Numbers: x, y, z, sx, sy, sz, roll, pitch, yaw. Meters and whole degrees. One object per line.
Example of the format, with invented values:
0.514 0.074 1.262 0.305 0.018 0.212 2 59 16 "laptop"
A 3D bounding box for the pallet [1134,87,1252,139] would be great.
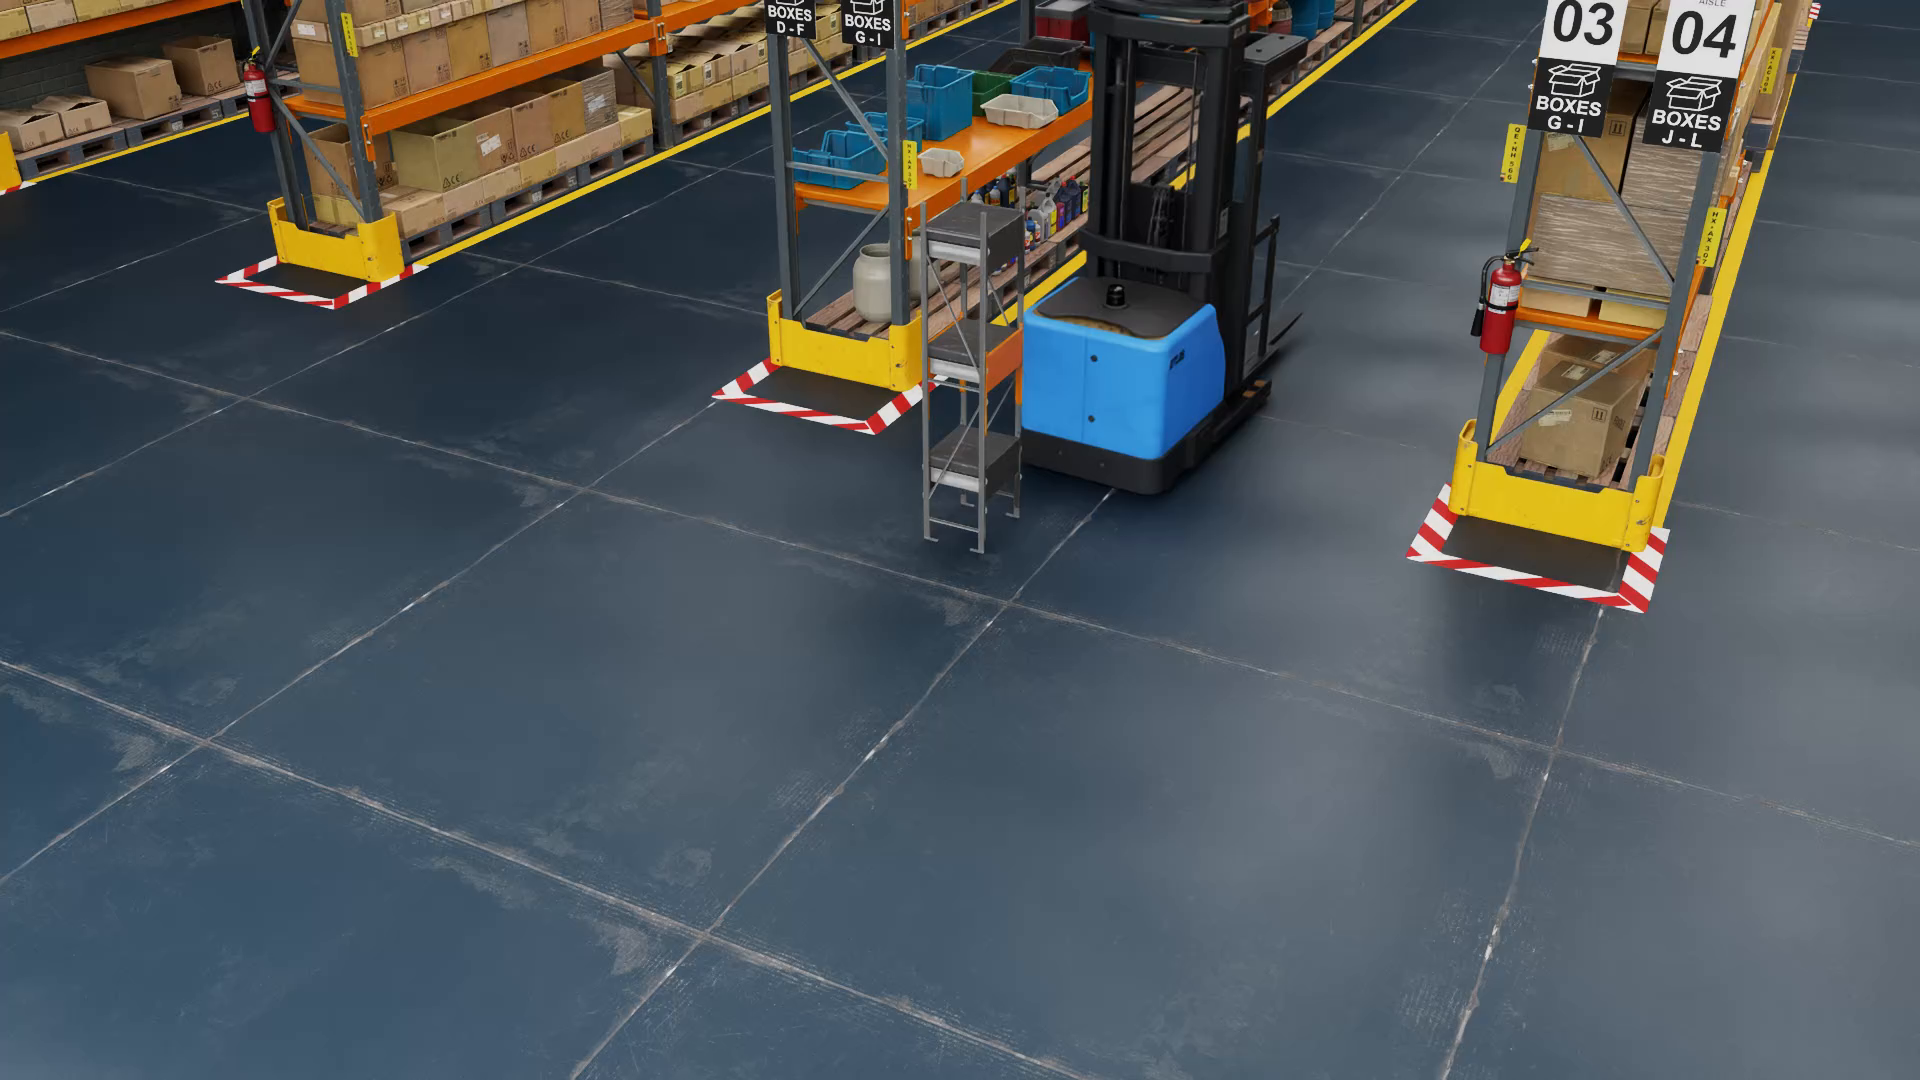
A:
2.435 -4.516 17.693 1.003 0.211 1.213 14 33 23 "pallet"

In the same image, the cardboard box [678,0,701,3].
-2.822 -5.650 17.119 0.380 0.149 0.250 14 33 23 "cardboard box"

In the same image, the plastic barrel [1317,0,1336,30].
4.382 -6.868 20.674 0.600 0.901 0.708 14 33 23 "plastic barrel"

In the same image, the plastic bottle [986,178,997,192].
0.263 -3.065 14.584 0.144 0.351 0.185 15 33 25 "plastic bottle"

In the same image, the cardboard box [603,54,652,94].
-3.478 -4.890 17.319 0.500 0.311 0.500 14 33 23 "cardboard box"

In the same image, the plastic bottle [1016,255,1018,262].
0.437 -2.406 13.516 0.097 0.271 0.097 0 30 0 "plastic bottle"

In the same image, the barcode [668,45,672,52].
-2.921 -4.954 16.759 0.001 0.075 0.075 14 33 23 "barcode"

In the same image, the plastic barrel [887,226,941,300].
-0.362 -2.148 12.846 0.421 0.512 0.421 0 30 0 "plastic barrel"

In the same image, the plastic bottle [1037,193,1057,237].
0.729 -2.750 14.035 0.144 0.351 0.185 14 33 23 "plastic bottle"

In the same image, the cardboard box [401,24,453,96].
-4.771 -4.120 14.103 0.700 0.500 0.500 15 33 25 "cardboard box"

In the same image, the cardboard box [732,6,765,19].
-2.317 -6.018 19.284 0.500 0.311 0.500 13 33 22 "cardboard box"

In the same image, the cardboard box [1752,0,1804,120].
5.896 -3.926 12.841 1.000 1.000 1.000 15 33 24 "cardboard box"

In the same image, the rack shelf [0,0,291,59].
-8.730 -5.336 17.042 1.077 0.370 4.000 14 33 23 "rack shelf"

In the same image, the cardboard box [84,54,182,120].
-8.608 -4.721 17.317 0.700 0.500 0.500 12 32 20 "cardboard box"

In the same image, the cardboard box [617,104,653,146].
-3.424 -4.147 16.589 0.500 0.250 0.500 14 33 23 "cardboard box"

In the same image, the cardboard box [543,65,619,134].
-3.663 -4.253 16.021 0.500 0.500 0.500 14 33 23 "cardboard box"

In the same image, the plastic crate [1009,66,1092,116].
0.738 -3.670 13.569 0.499 0.251 0.616 14 33 23 "plastic crate"

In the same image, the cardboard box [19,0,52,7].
-8.922 -5.390 15.792 0.500 0.500 0.500 14 33 23 "cardboard box"

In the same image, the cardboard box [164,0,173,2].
-8.215 -5.754 17.178 0.500 0.250 0.500 14 33 23 "cardboard box"

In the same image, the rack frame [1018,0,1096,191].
1.000 -4.287 14.493 1.000 3.000 0.127 14 33 23 "rack frame"

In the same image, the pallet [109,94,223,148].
-8.648 -4.476 17.624 1.003 0.211 1.213 14 33 23 "pallet"

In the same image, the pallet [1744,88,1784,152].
5.887 -3.386 13.117 1.003 0.211 1.213 14 33 23 "pallet"

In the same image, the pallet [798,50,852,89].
-1.995 -5.620 19.615 1.003 0.211 1.213 14 33 23 "pallet"

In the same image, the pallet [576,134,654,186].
-3.807 -3.860 16.550 1.003 0.211 1.213 14 33 23 "pallet"

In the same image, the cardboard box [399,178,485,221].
-4.563 -3.038 14.659 0.500 0.250 0.500 14 33 23 "cardboard box"

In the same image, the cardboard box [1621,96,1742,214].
4.080 -2.178 9.418 0.500 0.500 0.500 14 33 23 "cardboard box"

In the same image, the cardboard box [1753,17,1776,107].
5.223 -3.285 11.346 0.500 0.500 0.500 14 33 23 "cardboard box"

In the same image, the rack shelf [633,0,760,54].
-2.497 -5.987 18.176 1.077 0.370 4.000 14 33 23 "rack shelf"

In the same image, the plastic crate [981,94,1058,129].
0.486 -3.395 13.205 0.530 0.136 0.437 14 33 23 "plastic crate"

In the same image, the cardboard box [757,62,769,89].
-2.303 -5.206 18.434 0.500 0.250 0.500 15 33 24 "cardboard box"

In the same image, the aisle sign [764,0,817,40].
-1.119 -3.676 10.820 0.394 0.787 0.004 14 33 23 "aisle sign"

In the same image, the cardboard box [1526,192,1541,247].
3.983 -2.049 10.197 0.875 0.500 0.500 14 33 23 "cardboard box"

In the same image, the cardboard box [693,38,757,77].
-2.530 -5.222 17.899 0.500 0.311 0.500 13 32 22 "cardboard box"

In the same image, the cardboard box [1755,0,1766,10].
4.123 -2.961 8.923 0.380 0.149 0.250 15 33 24 "cardboard box"

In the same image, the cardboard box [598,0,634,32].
-3.604 -5.257 16.083 0.700 0.500 0.500 13 32 22 "cardboard box"

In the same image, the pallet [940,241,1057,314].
0.102 -2.246 13.740 1.003 0.211 1.213 14 33 23 "pallet"

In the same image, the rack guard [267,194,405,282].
-5.241 -2.544 13.969 1.175 0.500 0.348 14 33 23 "rack guard"

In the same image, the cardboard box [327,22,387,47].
-4.859 -4.089 13.396 0.380 0.149 0.250 14 33 23 "cardboard box"

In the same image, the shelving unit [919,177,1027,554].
0.075 -0.984 9.645 0.431 2.100 0.503 14 33 23 "shelving unit"

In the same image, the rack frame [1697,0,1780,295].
5.409 -3.163 12.537 1.000 3.000 0.127 14 33 23 "rack frame"

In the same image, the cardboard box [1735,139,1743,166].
5.573 -2.892 12.317 0.380 0.149 0.250 14 33 23 "cardboard box"

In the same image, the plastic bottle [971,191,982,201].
0.143 -2.873 14.330 0.097 0.271 0.097 0 30 0 "plastic bottle"

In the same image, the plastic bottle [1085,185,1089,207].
1.112 -3.033 14.677 0.097 0.201 0.097 0 30 0 "plastic bottle"

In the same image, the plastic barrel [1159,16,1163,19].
1.631 -4.720 15.111 0.433 0.535 0.433 0 30 0 "plastic barrel"

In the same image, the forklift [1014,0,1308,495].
1.536 -2.253 11.021 1.130 2.935 3.031 16 34 26 "forklift"

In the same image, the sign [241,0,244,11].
-5.707 -4.373 13.243 0.100 0.325 0.005 14 33 23 "sign"

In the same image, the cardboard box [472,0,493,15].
-4.275 -4.660 14.392 0.380 0.149 0.250 14 33 23 "cardboard box"

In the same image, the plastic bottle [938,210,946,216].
-0.173 -2.604 13.856 0.152 0.276 0.135 13 32 22 "plastic bottle"

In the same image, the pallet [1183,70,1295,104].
3.144 -5.210 18.901 1.003 0.211 1.213 14 33 23 "pallet"

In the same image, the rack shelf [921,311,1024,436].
0.075 -0.972 9.652 0.431 0.518 0.480 14 33 23 "rack shelf"

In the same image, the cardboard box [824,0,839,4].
-1.368 -6.760 20.869 0.500 0.500 0.500 16 33 25 "cardboard box"
